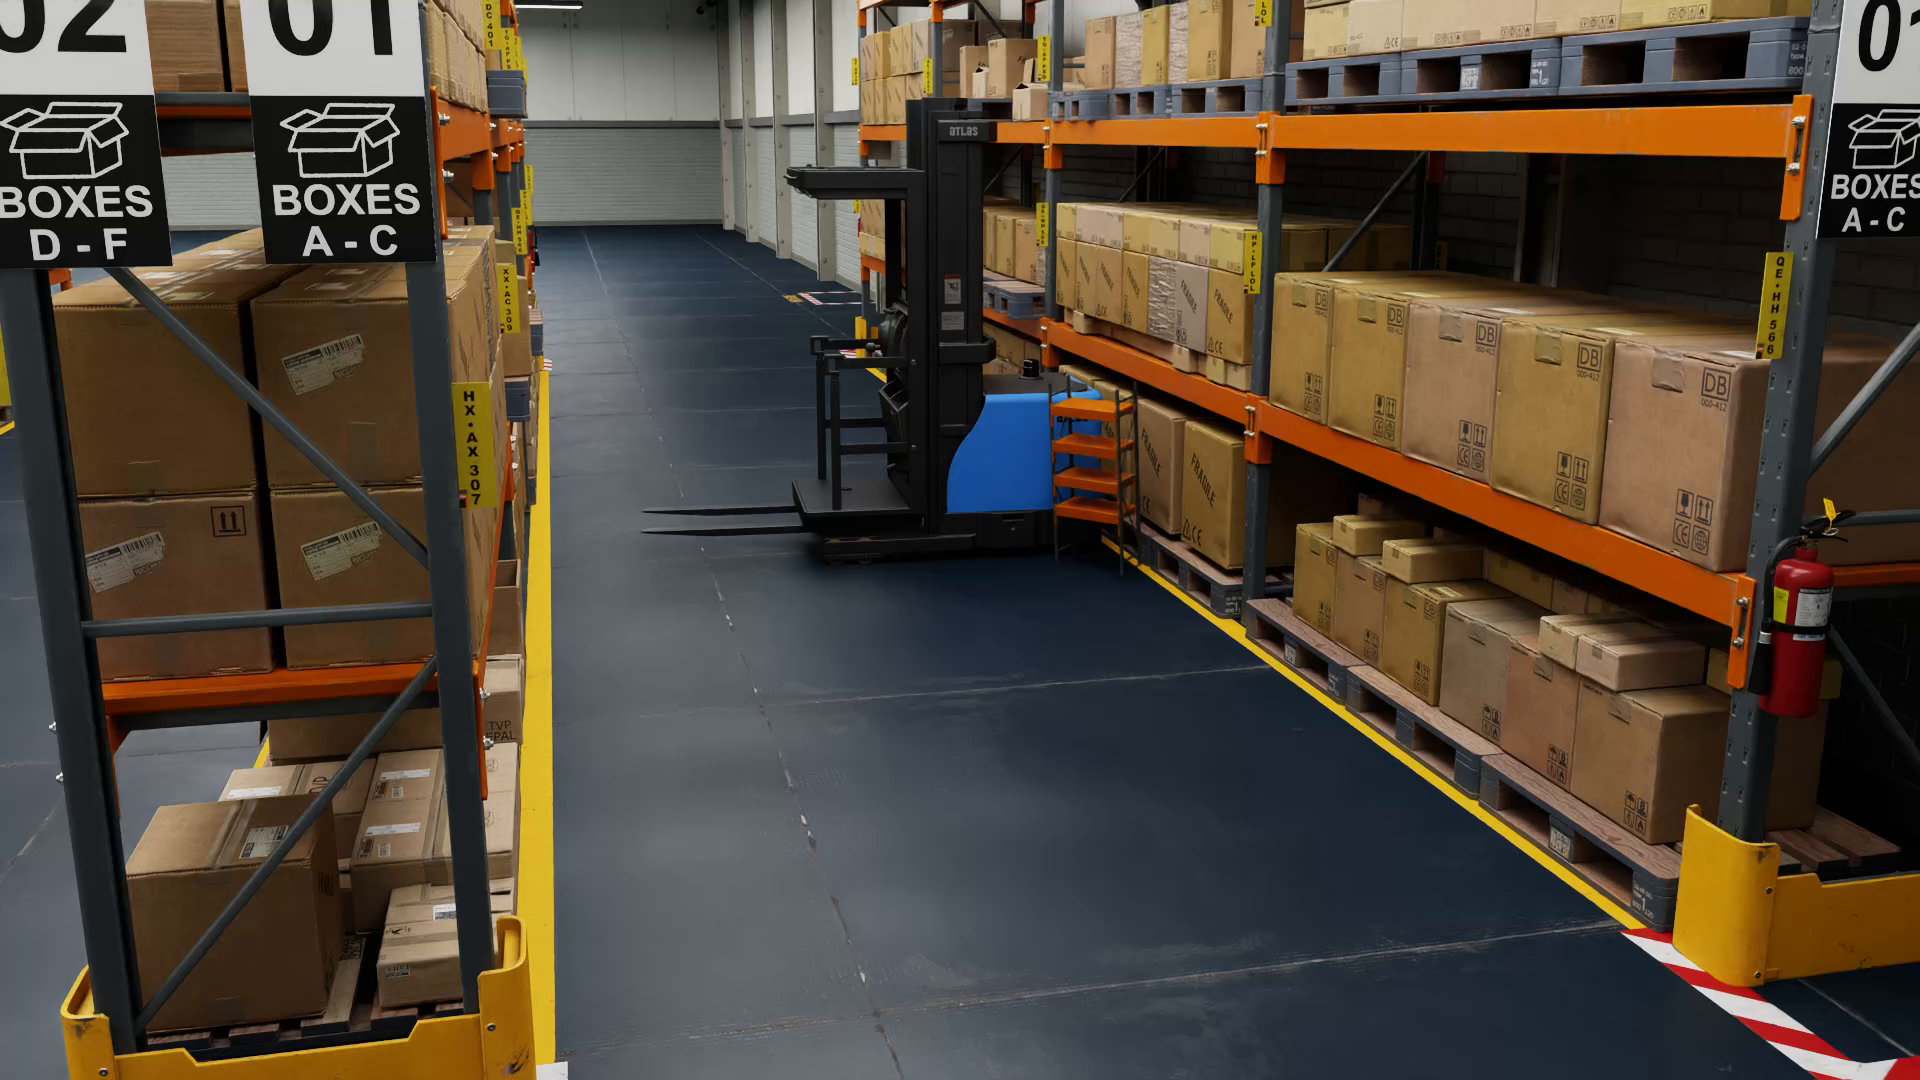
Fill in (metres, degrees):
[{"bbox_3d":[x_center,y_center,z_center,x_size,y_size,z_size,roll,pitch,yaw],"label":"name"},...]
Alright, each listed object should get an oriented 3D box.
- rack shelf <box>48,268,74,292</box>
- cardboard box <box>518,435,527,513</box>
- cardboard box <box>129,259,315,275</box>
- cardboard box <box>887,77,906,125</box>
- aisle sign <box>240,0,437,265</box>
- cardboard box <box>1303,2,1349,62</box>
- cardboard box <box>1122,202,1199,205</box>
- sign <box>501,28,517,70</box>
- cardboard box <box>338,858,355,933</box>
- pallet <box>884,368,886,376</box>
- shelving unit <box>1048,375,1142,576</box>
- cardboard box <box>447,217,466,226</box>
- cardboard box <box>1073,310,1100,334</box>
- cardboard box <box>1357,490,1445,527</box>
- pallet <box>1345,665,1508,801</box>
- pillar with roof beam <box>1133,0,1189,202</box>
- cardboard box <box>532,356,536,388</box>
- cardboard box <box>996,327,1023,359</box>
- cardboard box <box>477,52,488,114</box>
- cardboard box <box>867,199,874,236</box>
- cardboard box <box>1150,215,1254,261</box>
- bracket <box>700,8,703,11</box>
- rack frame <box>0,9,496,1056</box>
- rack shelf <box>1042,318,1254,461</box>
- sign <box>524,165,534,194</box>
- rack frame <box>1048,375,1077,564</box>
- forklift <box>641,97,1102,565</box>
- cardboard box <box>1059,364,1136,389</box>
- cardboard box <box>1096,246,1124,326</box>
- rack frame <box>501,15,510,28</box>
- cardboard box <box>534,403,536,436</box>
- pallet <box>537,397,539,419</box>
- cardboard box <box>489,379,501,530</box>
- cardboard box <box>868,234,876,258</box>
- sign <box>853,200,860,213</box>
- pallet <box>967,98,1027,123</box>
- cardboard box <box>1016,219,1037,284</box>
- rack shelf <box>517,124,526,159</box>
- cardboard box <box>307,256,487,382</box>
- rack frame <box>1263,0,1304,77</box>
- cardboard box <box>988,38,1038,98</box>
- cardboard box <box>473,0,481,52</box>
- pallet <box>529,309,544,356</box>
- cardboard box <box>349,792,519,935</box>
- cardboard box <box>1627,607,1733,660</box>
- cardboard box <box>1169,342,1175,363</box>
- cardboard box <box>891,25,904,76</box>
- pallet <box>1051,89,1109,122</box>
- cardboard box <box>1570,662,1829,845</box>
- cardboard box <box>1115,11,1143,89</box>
[{"bbox_3d":[-9.882,-2.397,16.432,1.077,0.370,4.000,-3,14,-13],"label":"rack shelf"},{"bbox_3d":[-3.209,-0.434,11.222,0.500,0.500,0.500,-3,14,-11],"label":"cardboard box"},{"bbox_3d":[-2.396,-0.649,5.446,0.500,0.500,0.500,-3,14,-12],"label":"cardboard box"},{"bbox_3d":[-0.523,-4.816,18.247,0.500,0.500,0.500,-2,14,-10],"label":"cardboard box"},{"bbox_3d":[-1.477,-1.055,3.947,0.394,0.787,0.004,-3,14,-13],"label":"aisle sign"},{"bbox_3d":[2.003,-2.454,8.052,0.500,0.250,0.500,-3,14,-13],"label":"cardboard box"},{"bbox_3d":[1.516,-2.391,12.434,0.500,0.250,0.500,-3,14,-12],"label":"cardboard box"},{"bbox_3d":[-3.129,-3.375,11.512,0.100,0.325,0.005,-3,14,-13],"label":"sign"},{"bbox_3d":[-2.153,1.161,5.398,0.380,0.166,0.250,-3,14,-13],"label":"cardboard box"},{"bbox_3d":[-0.265,-1.917,18.830,1.003,0.211,1.213,-3,14,-13],"label":"pallet"},{"bbox_3d":[0.858,-0.413,10.541,0.503,1.200,0.258,10,22,35],"label":"shelving unit"},{"bbox_3d":[-4.869,-2.974,15.704,0.380,0.149,0.250,-3,14,-13],"label":"cardboard box"},{"bbox_3d":[1.040,-1.588,12.095,0.380,0.149,0.250,-3,14,-11],"label":"cardboard box"},{"bbox_3d":[2.331,-0.162,8.787,0.380,0.149,0.250,-3,14,-14],"label":"cardboard box"},{"bbox_3d":[2.489,0.825,7.605,1.003,0.211,1.213,-3,14,-13],"label":"pallet"},{"bbox_3d":[-2.492,-4.936,12.672,9.100,9.000,0.400,-3,14,-13],"label":"pillar with roof beam"},{"bbox_3d":[-4.095,-1.503,14.988,0.500,0.311,0.500,-3,14,-12],"label":"cardboard box"},{"bbox_3d":[0.639,-1.810,15.277,0.500,0.250,0.500,-4,14,-15],"label":"cardboard box"},{"bbox_3d":[-2.345,-2.001,7.294,0.500,0.250,0.500,-3,14,-13],"label":"cardboard box"},{"bbox_3d":[-0.795,-3.819,19.433,0.500,0.500,0.500,-3,14,-13],"label":"cardboard box"},{"bbox_3d":[1.508,-1.888,10.375,0.500,0.250,0.500,-3,14,-12],"label":"cardboard box"},{"bbox_3d":[-7.623,-15.716,49.211,0.076,0.066,3.189,-3,14,-13],"label":"bracket"},{"bbox_3d":[-1.778,0.208,4.253,1.000,3.000,0.127,-3,14,-13],"label":"rack frame"},{"bbox_3d":[1.627,-1.103,11.138,1.077,0.370,4.000,-3,14,-13],"label":"rack shelf"},{"bbox_3d":[-5.005,-4.187,19.307,0.100,0.325,0.005,-3,14,-13],"label":"sign"},{"bbox_3d":[0.660,-0.446,10.680,0.015,1.200,0.240,10,22,35],"label":"rack frame"},{"bbox_3d":[-0.618,-1.398,10.973,3.031,2.935,1.130,-2,14,-10],"label":"forklift"},{"bbox_3d":[1.202,-0.897,12.422,0.750,0.750,0.750,-3,14,-14],"label":"cardboard box"},{"bbox_3d":[1.252,-1.755,11.409,0.500,0.500,0.500,-3,14,-13],"label":"cardboard box"},{"bbox_3d":[-4.597,-5.474,14.873,1.000,3.000,0.127,-3,14,-13],"label":"rack frame"},{"bbox_3d":[-3.862,-0.996,14.094,0.500,0.250,0.500,-3,14,-12],"label":"cardboard box"},{"bbox_3d":[-4.743,-1.391,16.676,1.003,0.211,1.213,-3,14,-13],"label":"pallet"},{"bbox_3d":[-1.983,-0.307,6.154,0.500,0.500,0.500,-3,14,-12],"label":"cardboard box"},{"bbox_3d":[-0.780,-3.447,19.490,0.500,0.250,0.500,-4,14,-15],"label":"cardboard box"},{"bbox_3d":[-1.249,-4.150,20.269,0.100,0.325,0.005,-3,14,-13],"label":"sign"},{"bbox_3d":[0.506,-3.815,14.799,1.213,0.211,1.003,-3,14,-13],"label":"pallet"},{"bbox_3d":[0.879,-2.412,13.840,0.700,0.500,0.500,-5,14,-18],"label":"cardboard box"},{"bbox_3d":[-5.066,-4.129,17.202,1.077,0.370,4.000,-3,14,-13],"label":"rack shelf"},{"bbox_3d":[-1.869,-0.679,5.567,0.500,0.500,0.500,-3,14,-12],"label":"cardboard box"},{"bbox_3d":[2.096,-3.906,8.452,1.000,3.000,0.127,-3,14,-13],"label":"rack frame"},{"bbox_3d":[0.558,-4.131,14.601,0.500,0.500,0.500,-4,14,-15],"label":"cardboard box"},{"bbox_3d":[-2.225,-2.129,6.763,0.500,0.250,0.500,-3,14,-13],"label":"cardboard box"},{"bbox_3d":[-3.430,-1.391,11.206,1.213,0.211,1.003,-3,14,-13],"label":"pallet"},{"bbox_3d":[-1.748,1.074,5.578,0.500,0.250,0.500,-3,14,-13],"label":"cardboard box"},{"bbox_3d":[2.878,0.372,6.601,0.380,0.149,0.250,-3,14,-13],"label":"cardboard box"},{"bbox_3d":[1.531,-1.178,10.416,0.380,0.149,0.250,-3,14,-13],"label":"cardboard box"},{"bbox_3d":[-0.435,-5.184,17.646,0.500,0.500,0.500,-4,14,-15],"label":"cardboard box"},{"bbox_3d":[1.360,-3.134,12.012,1.213,0.211,1.003,-3,14,-11],"label":"pallet"},{"bbox_3d":[2.774,0.786,6.272,0.700,0.500,0.500,-3,14,-13],"label":"cardboard box"},{"bbox_3d":[1.502,-3.405,11.588,0.700,0.500,0.500,-4,14,-16],"label":"cardboard box"}]
